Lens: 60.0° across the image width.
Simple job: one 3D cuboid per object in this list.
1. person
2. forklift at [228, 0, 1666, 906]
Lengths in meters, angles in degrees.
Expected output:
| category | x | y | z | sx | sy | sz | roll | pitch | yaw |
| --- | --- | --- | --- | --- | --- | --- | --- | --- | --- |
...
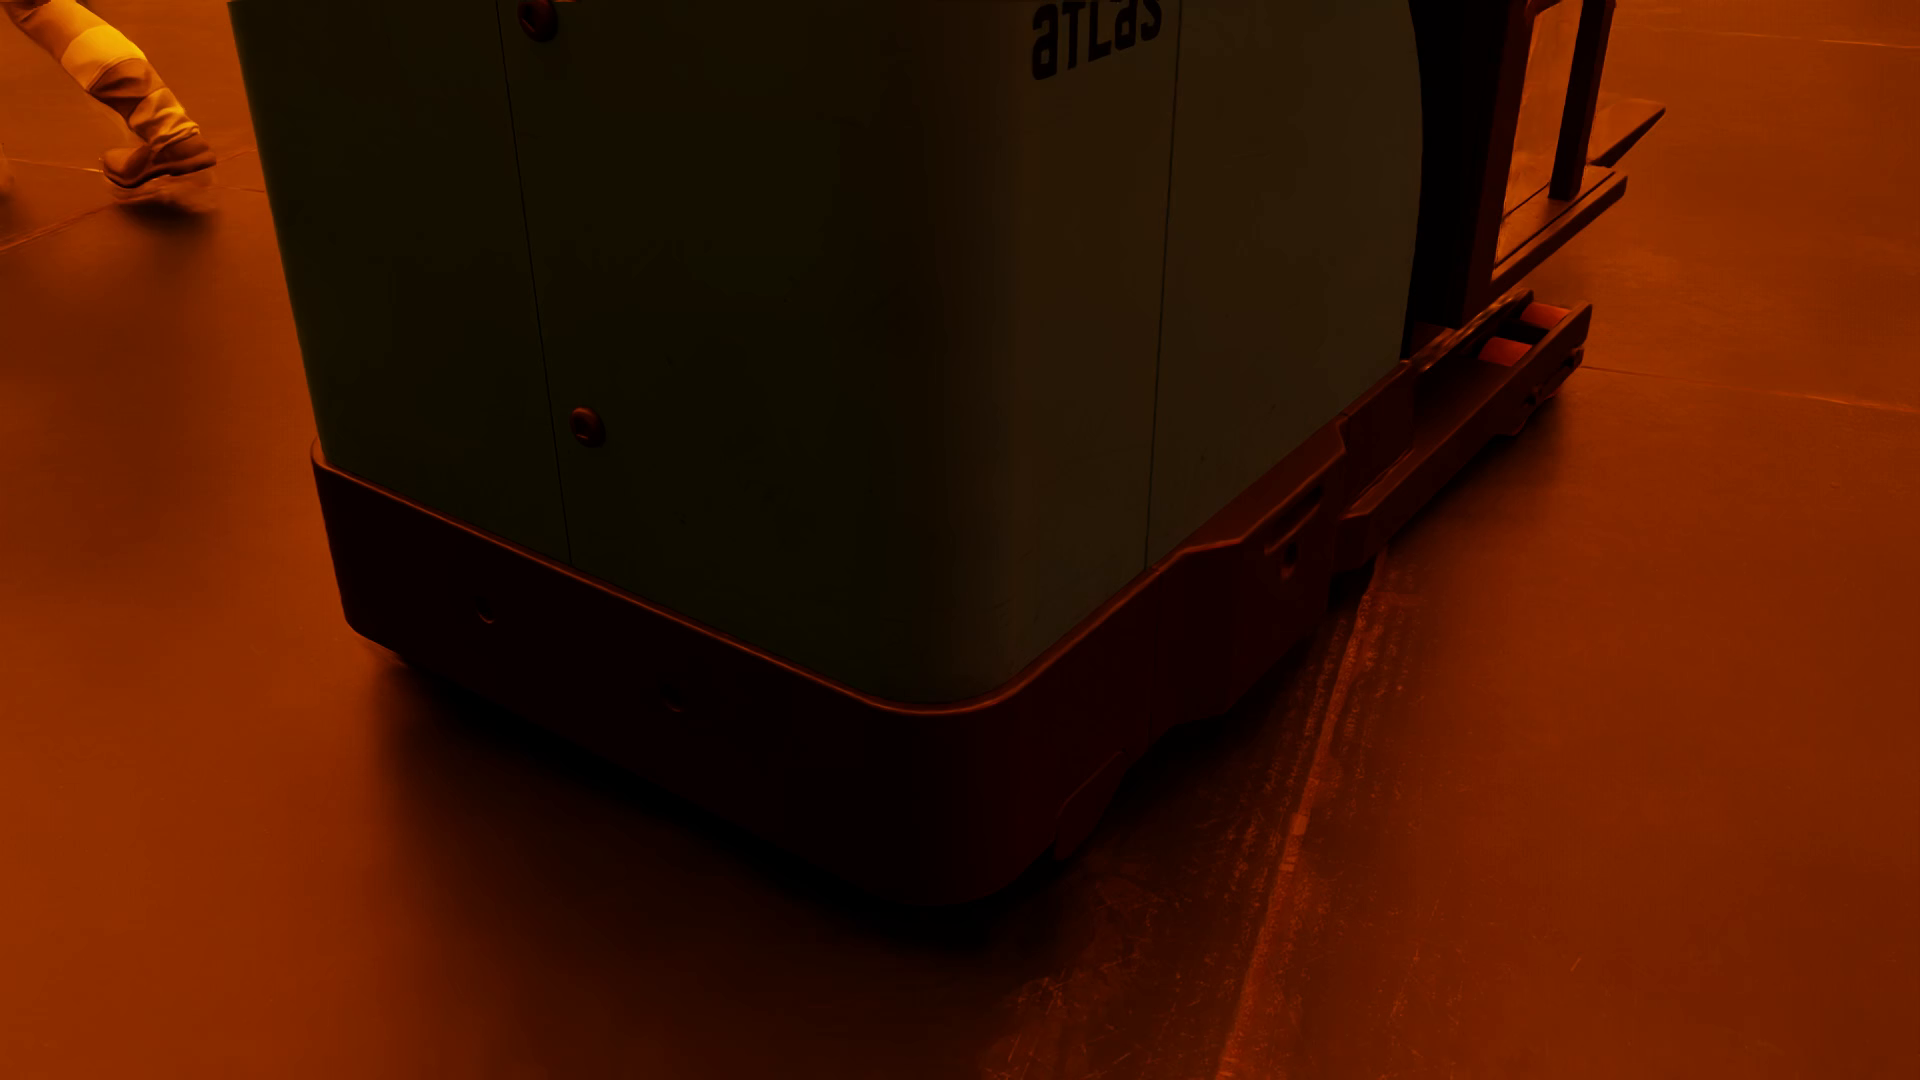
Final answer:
| category | x | y | z | sx | sy | sz | roll | pitch | yaw |
| --- | --- | --- | --- | --- | --- | --- | --- | --- | --- |
| person | -2.129 | -1.526 | 3.506 | 0.933 | 1.698 | 0.569 | 5 | 30 | 8 |
| forklift | 0.457 | -1.574 | 2.305 | 1.130 | 2.935 | 3.031 | 20 | 35 | 31 |
